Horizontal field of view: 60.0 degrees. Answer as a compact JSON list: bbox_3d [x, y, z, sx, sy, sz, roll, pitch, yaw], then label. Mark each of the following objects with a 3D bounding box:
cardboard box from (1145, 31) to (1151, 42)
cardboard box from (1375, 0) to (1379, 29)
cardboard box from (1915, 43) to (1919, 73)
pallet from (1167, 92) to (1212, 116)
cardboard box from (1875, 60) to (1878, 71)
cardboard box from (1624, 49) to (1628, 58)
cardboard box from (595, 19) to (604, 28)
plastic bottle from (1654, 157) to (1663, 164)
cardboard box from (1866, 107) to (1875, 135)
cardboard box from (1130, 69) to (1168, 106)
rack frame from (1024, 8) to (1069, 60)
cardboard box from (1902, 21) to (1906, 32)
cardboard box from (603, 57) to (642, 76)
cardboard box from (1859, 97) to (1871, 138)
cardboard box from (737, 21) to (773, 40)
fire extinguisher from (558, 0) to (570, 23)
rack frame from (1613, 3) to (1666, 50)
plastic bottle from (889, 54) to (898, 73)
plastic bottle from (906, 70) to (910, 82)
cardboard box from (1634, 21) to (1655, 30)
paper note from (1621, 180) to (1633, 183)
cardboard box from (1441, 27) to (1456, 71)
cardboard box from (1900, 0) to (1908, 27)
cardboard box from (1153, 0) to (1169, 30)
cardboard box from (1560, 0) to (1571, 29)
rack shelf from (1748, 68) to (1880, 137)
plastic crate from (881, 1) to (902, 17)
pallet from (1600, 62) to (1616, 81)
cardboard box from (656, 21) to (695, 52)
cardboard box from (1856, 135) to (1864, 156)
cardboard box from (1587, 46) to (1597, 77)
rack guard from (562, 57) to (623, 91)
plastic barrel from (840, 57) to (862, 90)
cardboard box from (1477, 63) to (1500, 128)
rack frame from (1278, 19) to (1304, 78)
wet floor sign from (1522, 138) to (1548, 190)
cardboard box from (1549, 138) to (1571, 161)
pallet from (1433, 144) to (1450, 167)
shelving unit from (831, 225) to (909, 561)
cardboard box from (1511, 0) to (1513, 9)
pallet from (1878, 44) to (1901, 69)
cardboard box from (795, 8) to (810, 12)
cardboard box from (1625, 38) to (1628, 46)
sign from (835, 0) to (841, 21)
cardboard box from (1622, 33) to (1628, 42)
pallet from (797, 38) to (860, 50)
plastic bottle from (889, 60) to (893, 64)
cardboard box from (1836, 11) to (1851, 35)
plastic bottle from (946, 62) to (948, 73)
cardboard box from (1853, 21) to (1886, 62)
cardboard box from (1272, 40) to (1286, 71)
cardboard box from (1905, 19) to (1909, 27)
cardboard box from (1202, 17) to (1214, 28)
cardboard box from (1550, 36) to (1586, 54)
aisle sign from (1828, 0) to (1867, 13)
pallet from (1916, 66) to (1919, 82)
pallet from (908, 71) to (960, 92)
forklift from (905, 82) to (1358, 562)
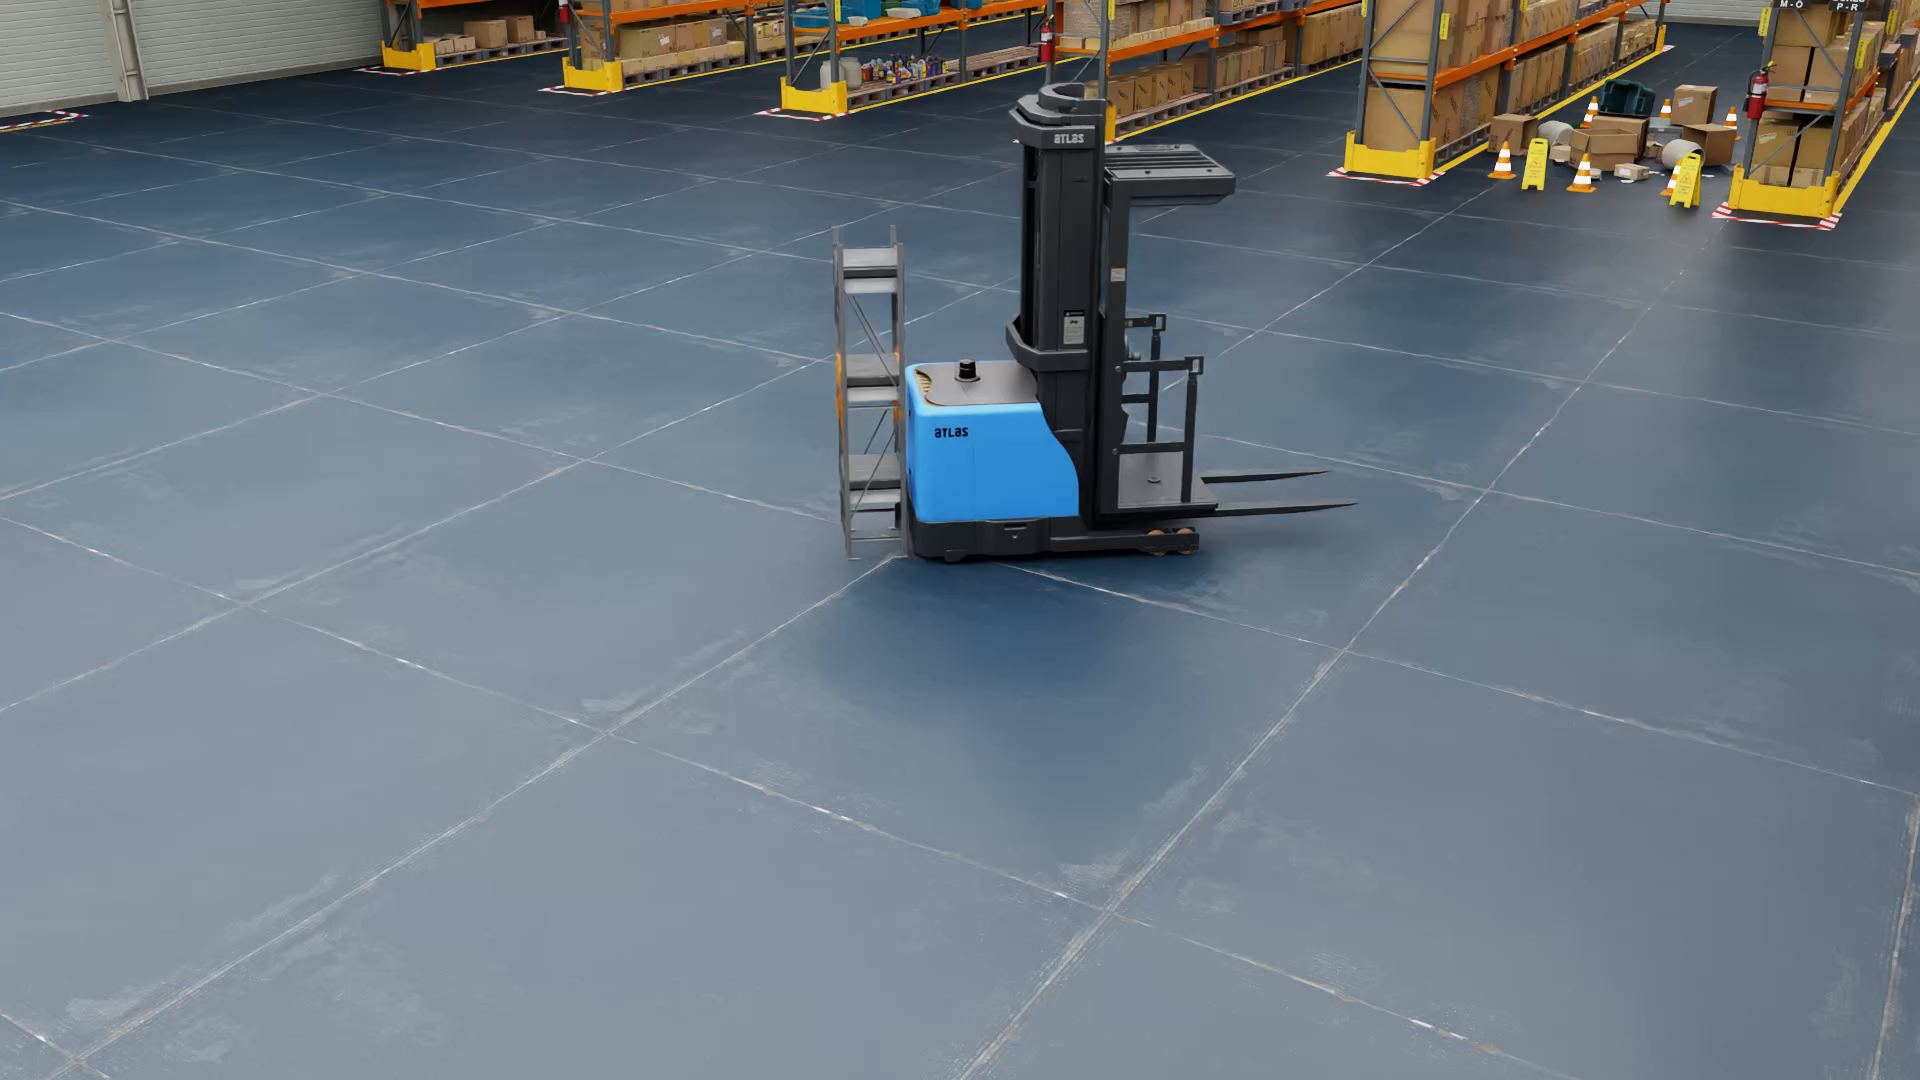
[{"bbox_3d":[2.767,-7.892,26.020,0.380,0.149,0.250,14,27,29],"label":"cardboard box"},{"bbox_3d":[8.506,-11.011,35.056,0.875,0.875,0.875,14,27,29],"label":"cardboard box"},{"bbox_3d":[17.403,-9.019,31.005,0.875,0.438,0.875,13,27,27],"label":"cardboard box"},{"bbox_3d":[3.546,-7.374,28.017,1.003,0.211,1.213,14,27,29],"label":"pallet"},{"bbox_3d":[12.379,-6.523,22.859,0.380,0.149,0.250,14,27,28],"label":"cardboard box"},{"bbox_3d":[12.856,-9.544,32.580,0.380,0.149,0.250,15,27,30],"label":"cardboard box"},{"bbox_3d":[-8.150,-11.493,36.616,0.700,0.500,0.500,13,27,28],"label":"cardboard box"},{"bbox_3d":[10.015,-5.420,23.692,0.133,0.061,0.283,20,30,38],"label":"plastic bottle"},{"bbox_3d":[12.940,-6.218,24.618,0.950,0.372,0.625,16,28,32],"label":"cardboard box"},{"bbox_3d":[3.069,-7.386,27.152,0.500,0.500,0.500,11,26,24],"label":"cardboard box"},{"bbox_3d":[1.772,-11.275,33.520,1.000,3.000,0.127,14,27,29],"label":"rack frame"},{"bbox_3d":[14.251,-7.878,25.460,0.380,0.149,0.250,14,27,29],"label":"cardboard box"},{"bbox_3d":[-6.182,-8.680,30.457,0.500,0.250,0.500,14,27,29],"label":"cardboard box"},{"bbox_3d":[12.205,-5.830,22.929,0.500,0.500,0.500,13,27,28],"label":"cardboard box"},{"bbox_3d":[-4.114,-10.240,33.355,0.500,0.311,0.500,14,27,29],"label":"cardboard box"},{"bbox_3d":[-7.111,-9.637,29.832,0.296,0.674,0.183,14,27,29],"label":"fire extinguisher"},{"bbox_3d":[14.360,-11.864,34.880,1.000,3.000,0.127,14,27,29],"label":"rack frame"},{"bbox_3d":[-1.216,-8.662,30.265,0.144,0.351,0.185,13,26,27],"label":"plastic bottle"},{"bbox_3d":[-0.941,-8.223,29.437,0.097,0.201,0.097,0,23,0],"label":"plastic bottle"},{"bbox_3d":[14.086,-10.603,34.278,0.380,0.149,0.250,13,27,28],"label":"cardboard box"},{"bbox_3d":[8.987,-4.834,22.379,0.148,0.019,0.142,5,24,11],"label":"paper note"},{"bbox_3d":[6.349,-6.858,23.126,0.875,0.550,0.550,14,27,29],"label":"cardboard box"},{"bbox_3d":[13.867,-7.977,24.871,0.500,0.500,0.500,12,26,25],"label":"cardboard box"},{"bbox_3d":[2.809,-8.420,26.423,0.875,0.500,0.500,14,27,29],"label":"cardboard box"},{"bbox_3d":[9.867,-8.834,27.754,0.500,0.500,0.500,14,27,29],"label":"cardboard box"},{"bbox_3d":[11.234,-5.806,21.790,1.077,0.370,4.000,14,27,29],"label":"rack shelf"},{"bbox_3d":[-1.294,-9.429,29.522,0.450,0.188,0.662,14,27,29],"label":"plastic crate"},{"bbox_3d":[11.841,-8.971,31.708,1.003,0.211,1.213,14,27,29],"label":"pallet"},{"bbox_3d":[-5.389,-9.530,31.476,0.500,0.500,0.500,14,27,29],"label":"cardboard box"},{"bbox_3d":[12.206,-5.486,23.079,0.500,0.250,0.500,15,28,31],"label":"cardboard box"},{"bbox_3d":[11.259,-8.739,30.280,0.500,0.500,0.500,13,27,28],"label":"cardboard box"},{"bbox_3d":[-6.667,-8.459,30.162,1.175,0.500,0.348,14,27,29],"label":"rack guard"},{"bbox_3d":[-1.901,-8.034,28.635,0.421,0.512,0.421,0,23,0],"label":"plastic barrel"},{"bbox_3d":[7.639,-6.834,25.406,0.875,0.875,0.875,14,27,30],"label":"cardboard box"},{"bbox_3d":[5.980,-10.237,31.123,1.000,3.000,0.127,14,27,29],"label":"rack frame"},{"bbox_3d":[7.587,-4.959,21.892,0.267,0.644,0.232,9,25,20],"label":"wet floor sign"},{"bbox_3d":[8.689,-5.593,23.836,0.396,0.266,0.258,20,30,38],"label":"cardboard box"},{"bbox_3d":[6.276,-5.470,23.621,1.003,0.211,1.213,14,27,29],"label":"pallet"},{"bbox_3d":[-0.578,-0.934,10.763,0.431,2.100,0.503,-3,24,-7],"label":"shelving unit"},{"bbox_3d":[8.287,-8.487,25.696,0.700,0.500,0.500,13,27,28],"label":"cardboard box"},{"bbox_3d":[12.816,-6.950,23.770,1.003,0.211,1.213,14,27,29],"label":"pallet"},{"bbox_3d":[-3.230,-11.209,35.593,0.500,0.311,0.500,13,27,28],"label":"cardboard box"},{"bbox_3d":[13.014,-9.875,32.970,0.380,0.149,0.250,12,26,26],"label":"cardboard box"},{"bbox_3d":[-1.983,-8.586,26.958,0.100,0.325,0.005,14,27,29],"label":"sign"},{"bbox_3d":[12.804,-9.825,32.480,0.380,0.149,0.250,15,28,31],"label":"cardboard box"},{"bbox_3d":[-2.901,-10.765,35.852,1.003,0.211,1.213,14,27,29],"label":"pallet"},{"bbox_3d":[-1.261,-8.569,30.148,0.097,0.271,0.097,0,23,0],"label":"plastic bottle"},{"bbox_3d":[11.099,-6.822,21.475,0.700,0.500,0.500,14,27,29],"label":"cardboard box"},{"bbox_3d":[-0.264,-8.655,30.436,0.097,0.201,0.097,0,23,0],"label":"plastic bottle"},{"bbox_3d":[12.266,-6.791,22.661,0.500,0.500,0.500,13,27,28],"label":"cardboard box"},{"bbox_3d":[5.644,-9.062,31.000,0.700,0.500,0.500,12,26,26],"label":"cardboard box"},{"bbox_3d":[14.871,-8.204,26.615,0.500,0.250,0.500,13,27,28],"label":"cardboard box"},{"bbox_3d":[4.006,-8.638,27.744,0.380,0.149,0.250,14,27,29],"label":"cardboard box"},{"bbox_3d":[10.710,-8.736,29.327,0.500,0.250,0.500,13,26,27],"label":"cardboard box"},{"bbox_3d":[10.410,-6.568,19.373,0.394,0.787,0.004,14,27,29],"label":"aisle sign"},{"bbox_3d":[17.619,-8.885,31.508,1.003,0.211,1.213,14,27,29],"label":"pallet"},{"bbox_3d":[-0.727,-8.428,30.452,1.003,0.211,1.213,14,27,29],"label":"pallet"},{"bbox_3d":[1.156,-1.446,10.901,3.031,2.935,1.130,-3,24,-7],"label":"forklift"}]
